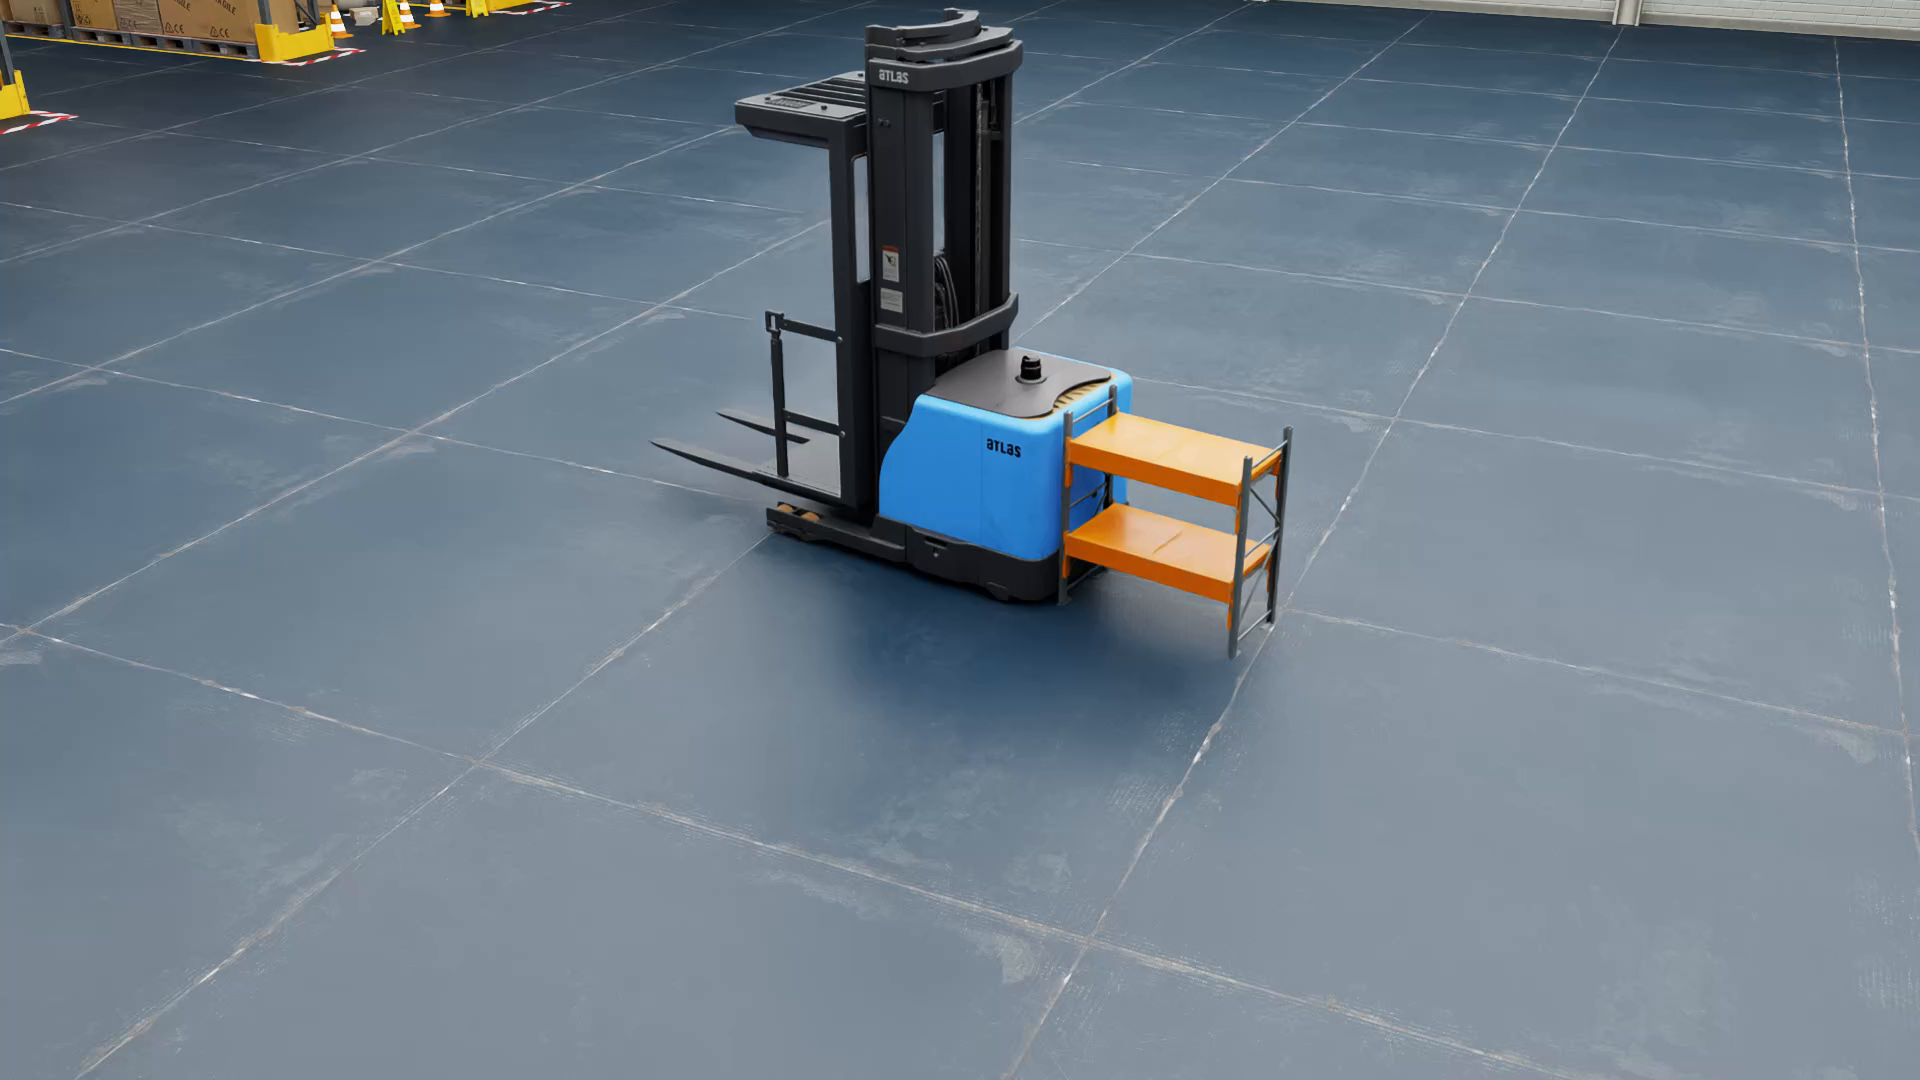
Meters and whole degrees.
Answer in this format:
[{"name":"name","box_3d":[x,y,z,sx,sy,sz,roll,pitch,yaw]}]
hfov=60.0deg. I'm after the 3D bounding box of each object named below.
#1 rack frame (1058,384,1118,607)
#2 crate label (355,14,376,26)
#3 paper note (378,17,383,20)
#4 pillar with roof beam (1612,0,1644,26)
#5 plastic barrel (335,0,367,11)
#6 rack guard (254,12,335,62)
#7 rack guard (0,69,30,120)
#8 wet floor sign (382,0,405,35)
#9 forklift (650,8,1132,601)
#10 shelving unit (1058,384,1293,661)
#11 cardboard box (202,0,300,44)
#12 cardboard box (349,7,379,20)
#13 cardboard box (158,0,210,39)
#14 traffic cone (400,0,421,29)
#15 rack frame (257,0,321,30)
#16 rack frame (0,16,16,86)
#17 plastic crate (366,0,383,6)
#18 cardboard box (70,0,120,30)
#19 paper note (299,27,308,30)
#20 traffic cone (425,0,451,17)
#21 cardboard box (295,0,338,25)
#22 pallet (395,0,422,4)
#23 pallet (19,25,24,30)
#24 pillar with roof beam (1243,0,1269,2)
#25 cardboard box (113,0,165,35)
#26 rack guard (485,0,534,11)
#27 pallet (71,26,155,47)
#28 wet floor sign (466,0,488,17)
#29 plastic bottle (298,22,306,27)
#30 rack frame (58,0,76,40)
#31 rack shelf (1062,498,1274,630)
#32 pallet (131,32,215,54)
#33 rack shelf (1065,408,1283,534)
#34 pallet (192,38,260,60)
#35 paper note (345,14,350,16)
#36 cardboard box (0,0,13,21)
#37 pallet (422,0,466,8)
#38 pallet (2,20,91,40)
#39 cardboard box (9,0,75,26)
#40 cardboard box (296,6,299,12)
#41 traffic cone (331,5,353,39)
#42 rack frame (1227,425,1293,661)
[{"name":"rack frame","box_3d":[0.687,-0.237,8.957,0.032,1.125,0.500,17,31,31]},{"name":"crate label","box_3d":[-9.415,-8.239,26.330,0.298,0.136,0.250,-2,26,-5]},{"name":"paper note","box_3d":[-9.283,-8.394,26.764,0.142,0.019,0.148,2,26,4]},{"name":"pillar with roof beam","box_3d":[8.796,-10.509,20.907,0.400,9.000,9.100,11,28,22]},{"name":"plastic barrel","box_3d":[-10.105,-8.967,27.483,0.512,0.421,0.421,-12,29,-23]},{"name":"rack guard","box_3d":[-9.533,-7.219,23.846,0.348,0.500,1.175,11,28,22]},{"name":"rack guard","box_3d":[-11.769,-5.261,19.870,0.348,0.500,1.175,11,28,22]},{"name":"wet floor sign","box_3d":[-8.709,-8.079,25.429,0.232,0.644,0.267,6,27,13]},{"name":"forklift","box_3d":[-0.530,-1.479,9.435,3.031,2.935,1.130,17,31,31]},{"name":"shelving unit","box_3d":[1.104,-0.108,8.696,1.048,1.125,0.538,17,31,31]},{"name":"cardboard box","box_3d":[-10.200,-7.677,23.877,0.875,0.875,0.875,12,28,22]},{"name":"cardboard box","box_3d":[-9.627,-8.502,26.850,0.380,0.149,0.250,-18,31,-31]},{"name":"cardboard box","box_3d":[-11.002,-7.837,24.202,0.875,0.875,0.875,11,28,21]},{"name":"traffic cone","box_3d":[-8.674,-8.267,26.017,0.334,0.463,0.336,11,28,22]},{"name":"rack frame","box_3d":[-9.555,-8.345,23.303,0.127,3.000,1.000,11,28,22]},{"name":"rack frame","box_3d":[-11.700,-6.369,19.290,0.127,3.000,1.000,11,28,22]},{"name":"plastic crate","box_3d":[-10.150,-9.158,28.261,0.583,0.080,0.402,2,26,4]},{"name":"cardboard box","box_3d":[-12.653,-8.168,24.874,0.875,0.875,0.875,12,29,23]},{"name":"paper note","box_3d":[-10.242,-7.974,25.913,0.142,0.017,0.144,23,35,39]},{"name":"traffic cone","box_3d":[-8.524,-8.775,27.050,0.334,0.463,0.336,11,28,22]},{"name":"cardboard box","box_3d":[-10.245,-8.537,26.519,0.637,0.503,0.797,-7,27,-14]},{"name":"pallet","box_3d":[-9.499,-9.503,28.812,1.213,0.211,1.003,11,28,22]},{"name":"pallet","box_3d":[-15.045,-8.158,26.081,1.213,0.211,1.003,11,28,22]},{"name":"pillar with roof beam","box_3d":[3.334,-11.606,23.136,0.400,9.000,9.100,11,28,22]},{"name":"cardboard box","box_3d":[-11.831,-8.005,24.543,0.875,0.875,0.875,12,28,22]},{"name":"rack guard","box_3d":[-7.667,-9.246,27.963,0.348,0.500,1.175,11,28,22]},{"name":"pallet","box_3d":[-12.537,-7.654,25.058,1.213,0.211,1.003,11,28,22]},{"name":"wet floor sign","box_3d":[-7.868,-8.832,26.959,0.232,0.644,0.267,23,35,39]},{"name":"plastic bottle","box_3d":[-10.454,-8.110,26.153,0.283,0.061,0.133,2,26,4]},{"name":"rack frame","box_3d":[-13.196,-9.076,24.788,0.127,3.000,1.000,11,28,22]},{"name":"rack shelf","box_3d":[1.104,0.111,8.804,1.000,0.278,0.538,17,31,31]},{"name":"pallet","box_3d":[-11.422,-7.432,24.606,1.213,0.211,1.003,11,28,22]},{"name":"rack shelf","box_3d":[1.104,-0.371,8.567,1.000,0.278,0.538,17,31,31]},{"name":"pallet","box_3d":[-10.315,-7.208,24.152,1.213,0.211,1.003,11,28,22]},{"name":"paper note","box_3d":[-9.994,-8.604,27.205,0.142,0.019,0.148,23,35,39]},{"name":"cardboard box","box_3d":[-14.675,-8.510,25.711,0.750,0.750,1.050,11,28,22]},{"name":"pallet","box_3d":[-8.392,-9.279,28.358,1.213,0.211,1.003,11,28,22]},{"name":"pallet","box_3d":[-13.930,-7.936,25.629,1.213,0.211,1.003,11,28,22]},{"name":"cardboard box","box_3d":[-13.799,-8.332,25.350,0.750,0.750,1.050,11,28,22]},{"name":"cardboard box","box_3d":[-11.100,-8.765,26.830,0.503,0.637,0.797,11,28,22]},{"name":"traffic cone","box_3d":[-9.451,-7.875,25.220,0.334,0.463,0.336,11,28,22]},{"name":"rack frame","box_3d":[1.521,0.020,8.435,0.032,1.125,0.500,17,31,31]}]
